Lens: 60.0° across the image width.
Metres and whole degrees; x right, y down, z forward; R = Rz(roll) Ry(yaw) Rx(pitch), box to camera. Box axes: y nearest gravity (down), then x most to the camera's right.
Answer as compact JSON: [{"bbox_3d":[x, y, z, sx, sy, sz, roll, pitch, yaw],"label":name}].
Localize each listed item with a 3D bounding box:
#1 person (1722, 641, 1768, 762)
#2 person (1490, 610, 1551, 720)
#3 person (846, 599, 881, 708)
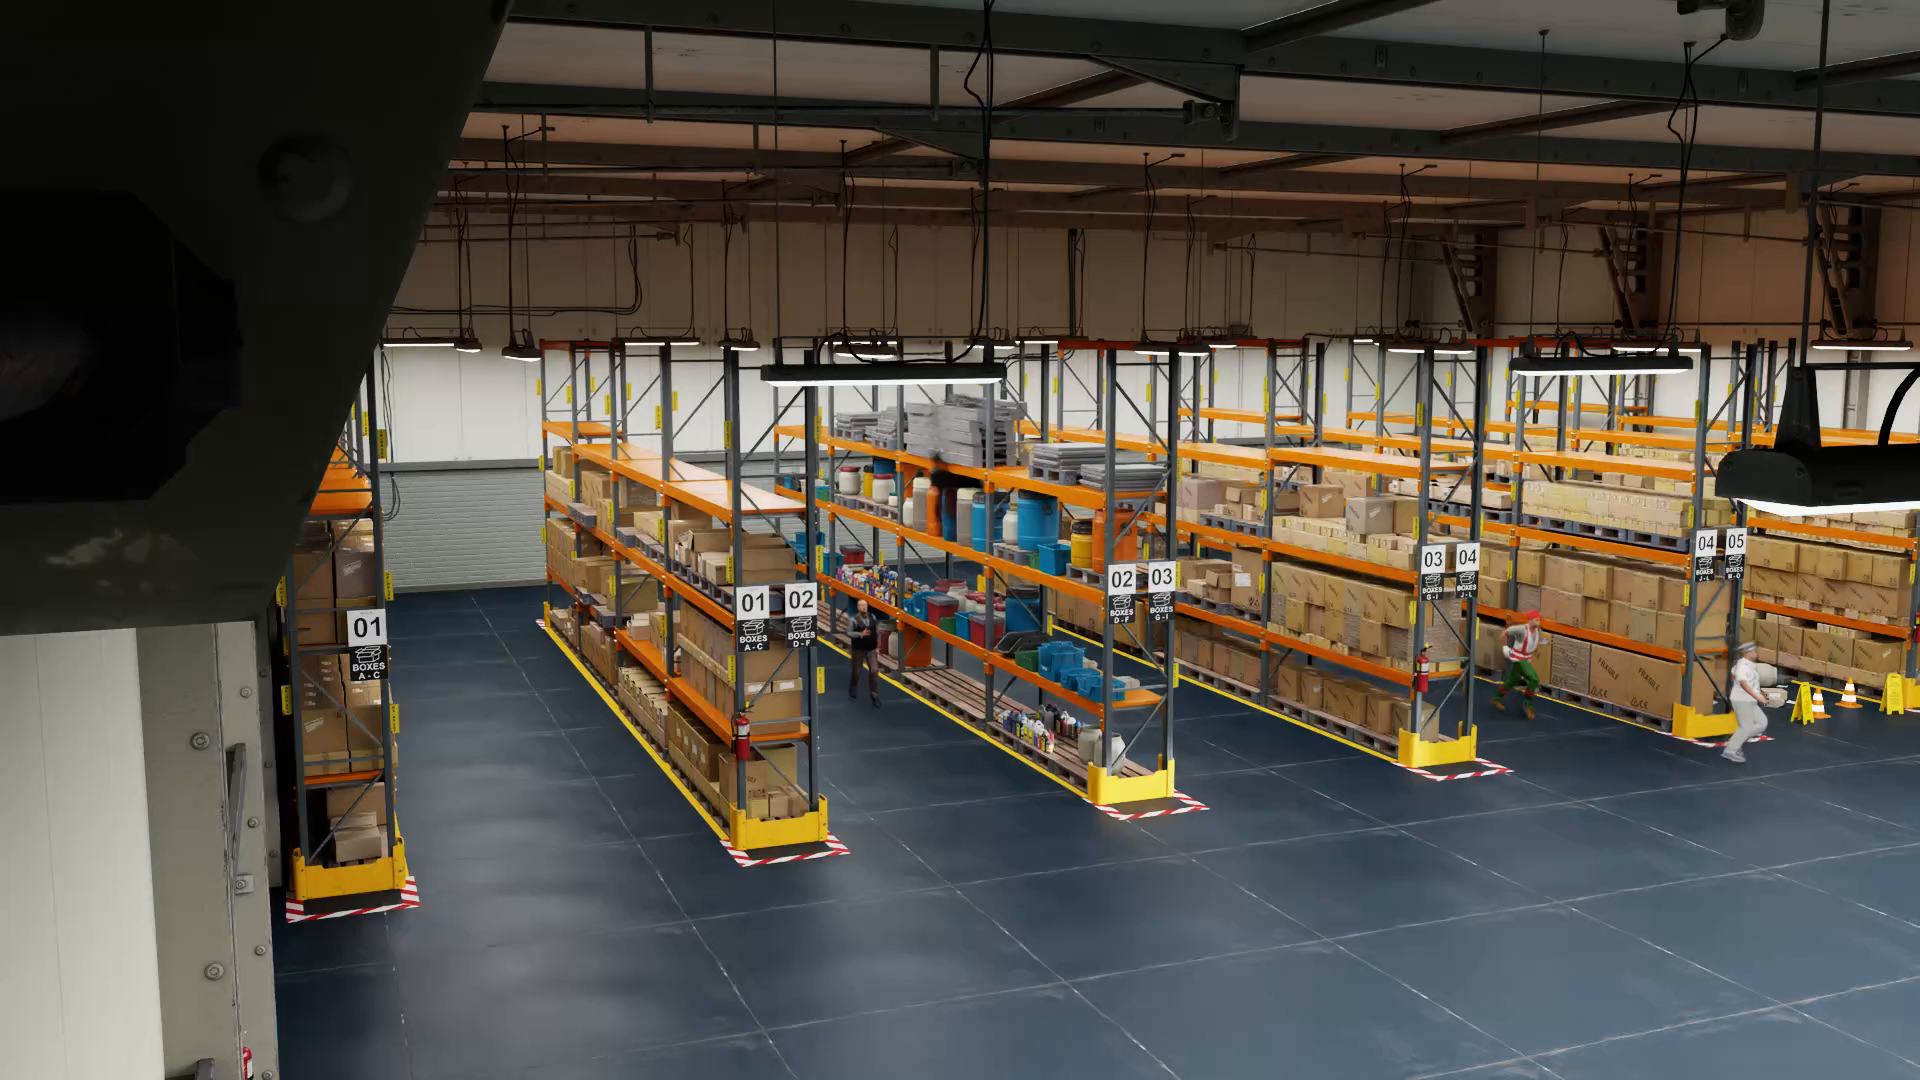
[{"bbox_3d":[11.480,2.332,24.239,0.569,1.717,0.721,4,8,27],"label":"person"},{"bbox_3d":[9.036,1.979,26.864,0.648,1.774,0.963,-7,10,-43],"label":"person"},{"bbox_3d":[-1.606,1.865,27.758,0.649,1.765,0.864,-3,8,-23],"label":"person"}]
